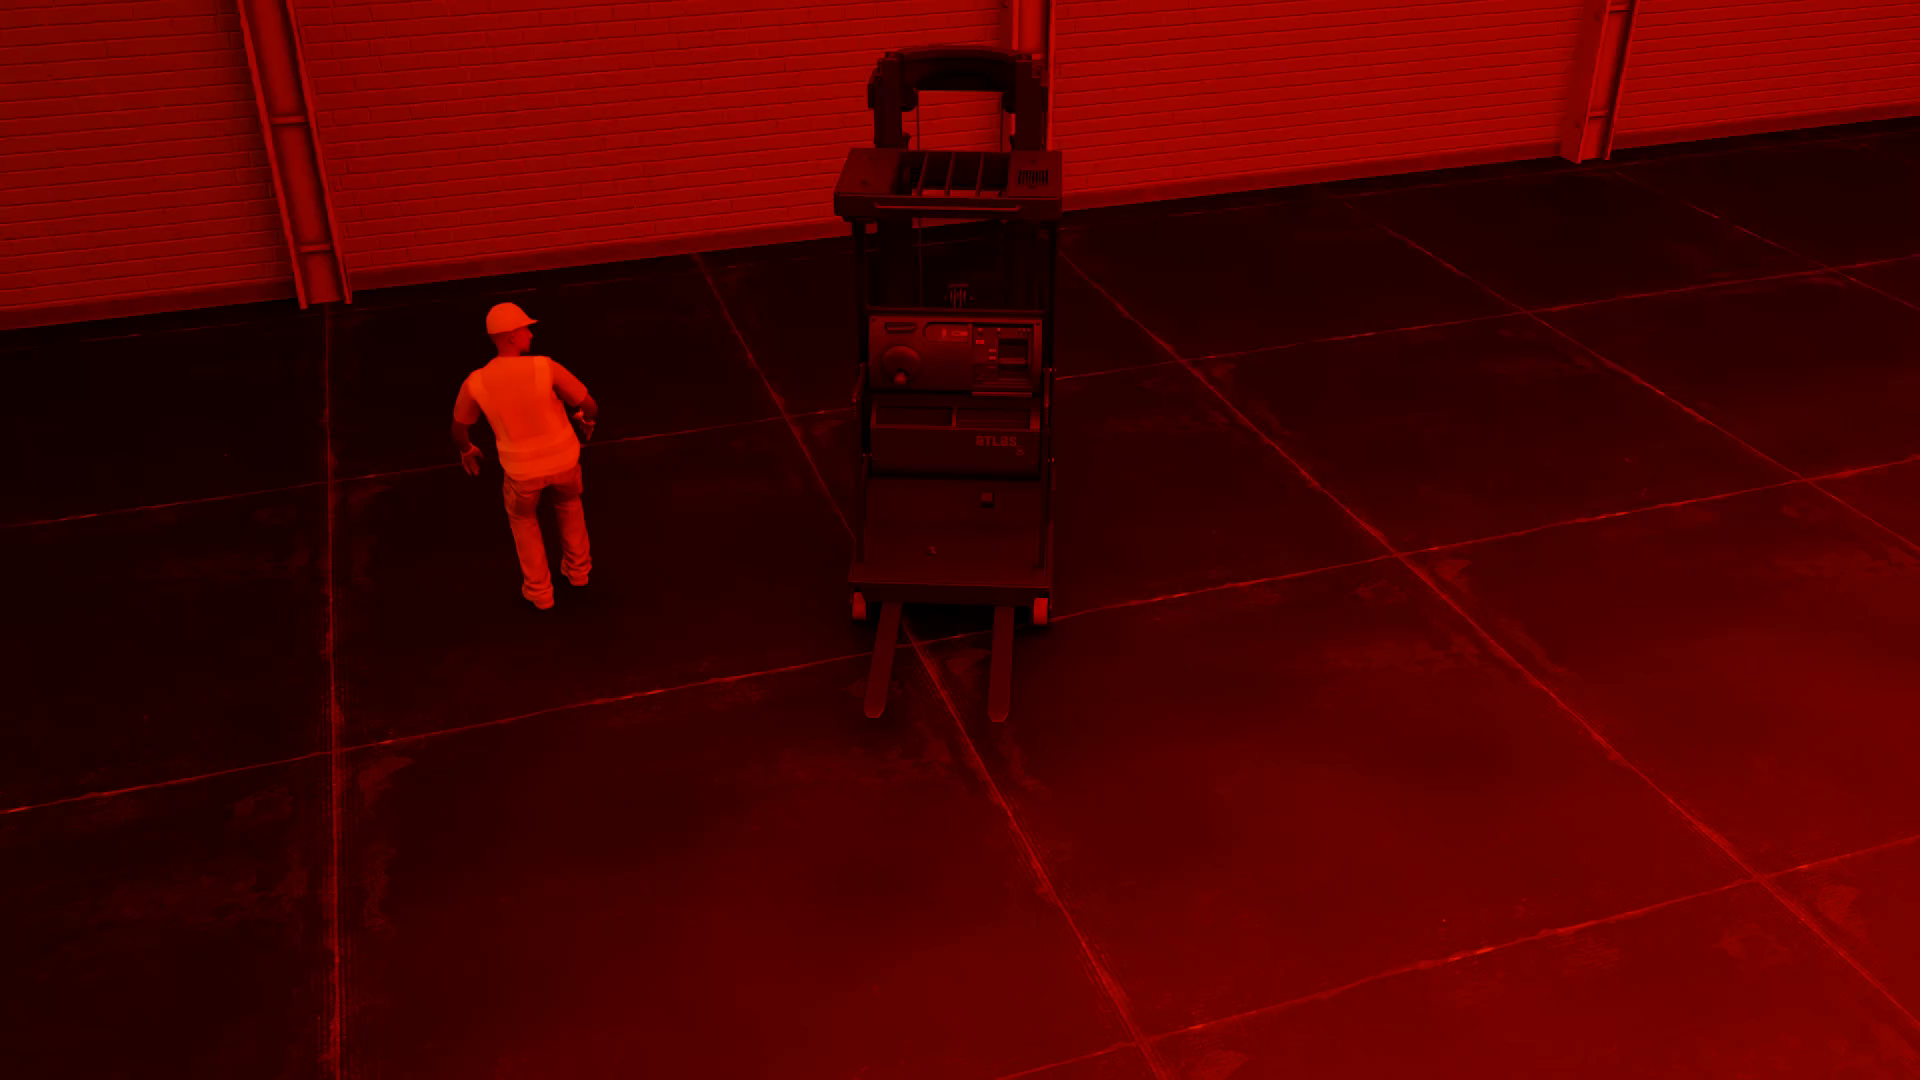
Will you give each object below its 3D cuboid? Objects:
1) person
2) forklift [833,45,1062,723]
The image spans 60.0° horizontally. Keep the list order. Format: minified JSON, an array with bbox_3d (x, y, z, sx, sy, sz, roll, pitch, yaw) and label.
[{"bbox_3d":[-2.357,-0.466,9.104,0.768,1.737,0.521,-9,31,-15],"label":"person"},{"bbox_3d":[-0.036,-0.959,8.755,1.130,2.935,3.031,2,30,3],"label":"forklift"}]
